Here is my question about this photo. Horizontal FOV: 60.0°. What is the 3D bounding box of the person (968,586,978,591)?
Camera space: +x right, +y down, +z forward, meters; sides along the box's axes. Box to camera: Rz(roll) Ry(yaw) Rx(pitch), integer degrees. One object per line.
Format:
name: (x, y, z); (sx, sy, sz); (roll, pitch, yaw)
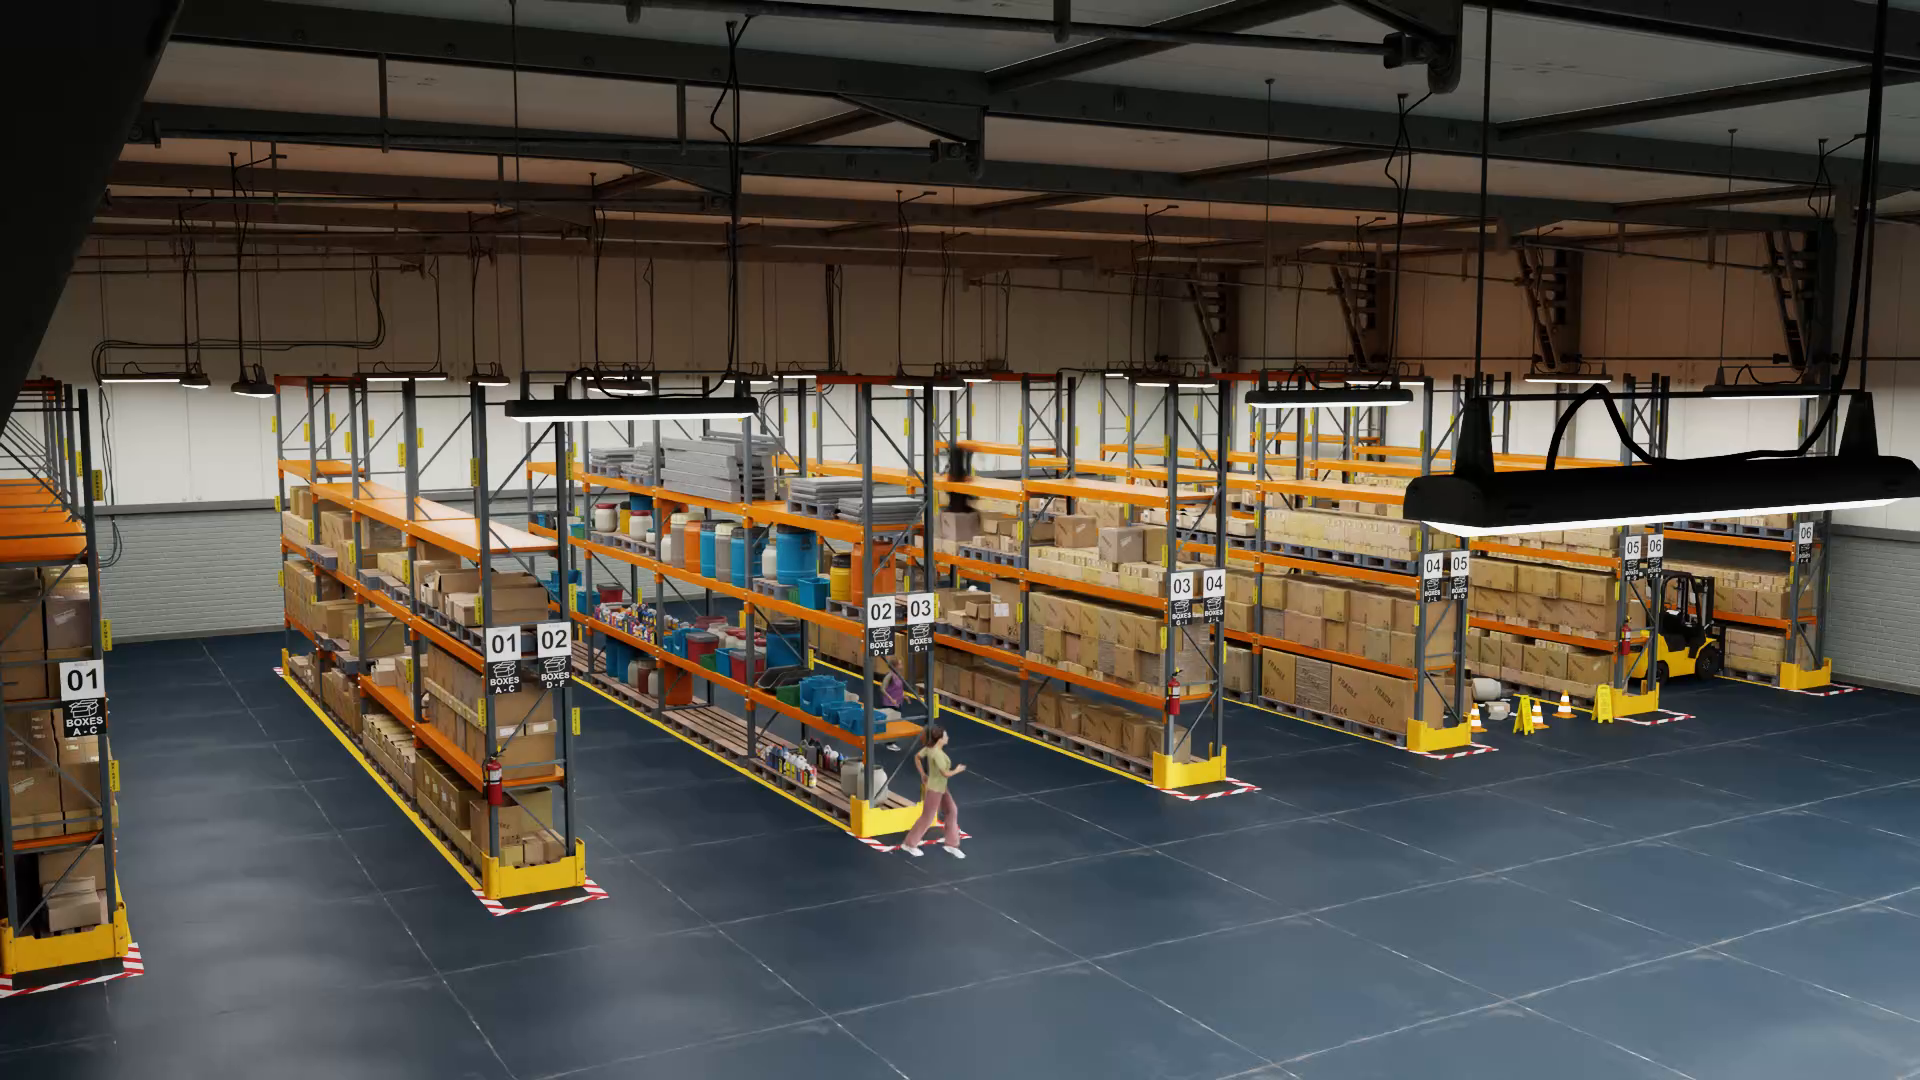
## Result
person: (0.210, 1.784, 33.886); (0.671, 1.730, 0.622); (-6, 8, -42)

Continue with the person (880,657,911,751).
person: (-1.135, 2.643, 26.871); (0.577, 1.534, 0.539); (5, 8, 37)

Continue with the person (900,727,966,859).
person: (-0.336, 3.200, 20.970); (0.839, 1.718, 0.523); (0, 6, -3)

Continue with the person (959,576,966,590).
person: (-0.004, 0.786, 43.825); (0.559, 1.547, 0.608); (6, 9, 44)
